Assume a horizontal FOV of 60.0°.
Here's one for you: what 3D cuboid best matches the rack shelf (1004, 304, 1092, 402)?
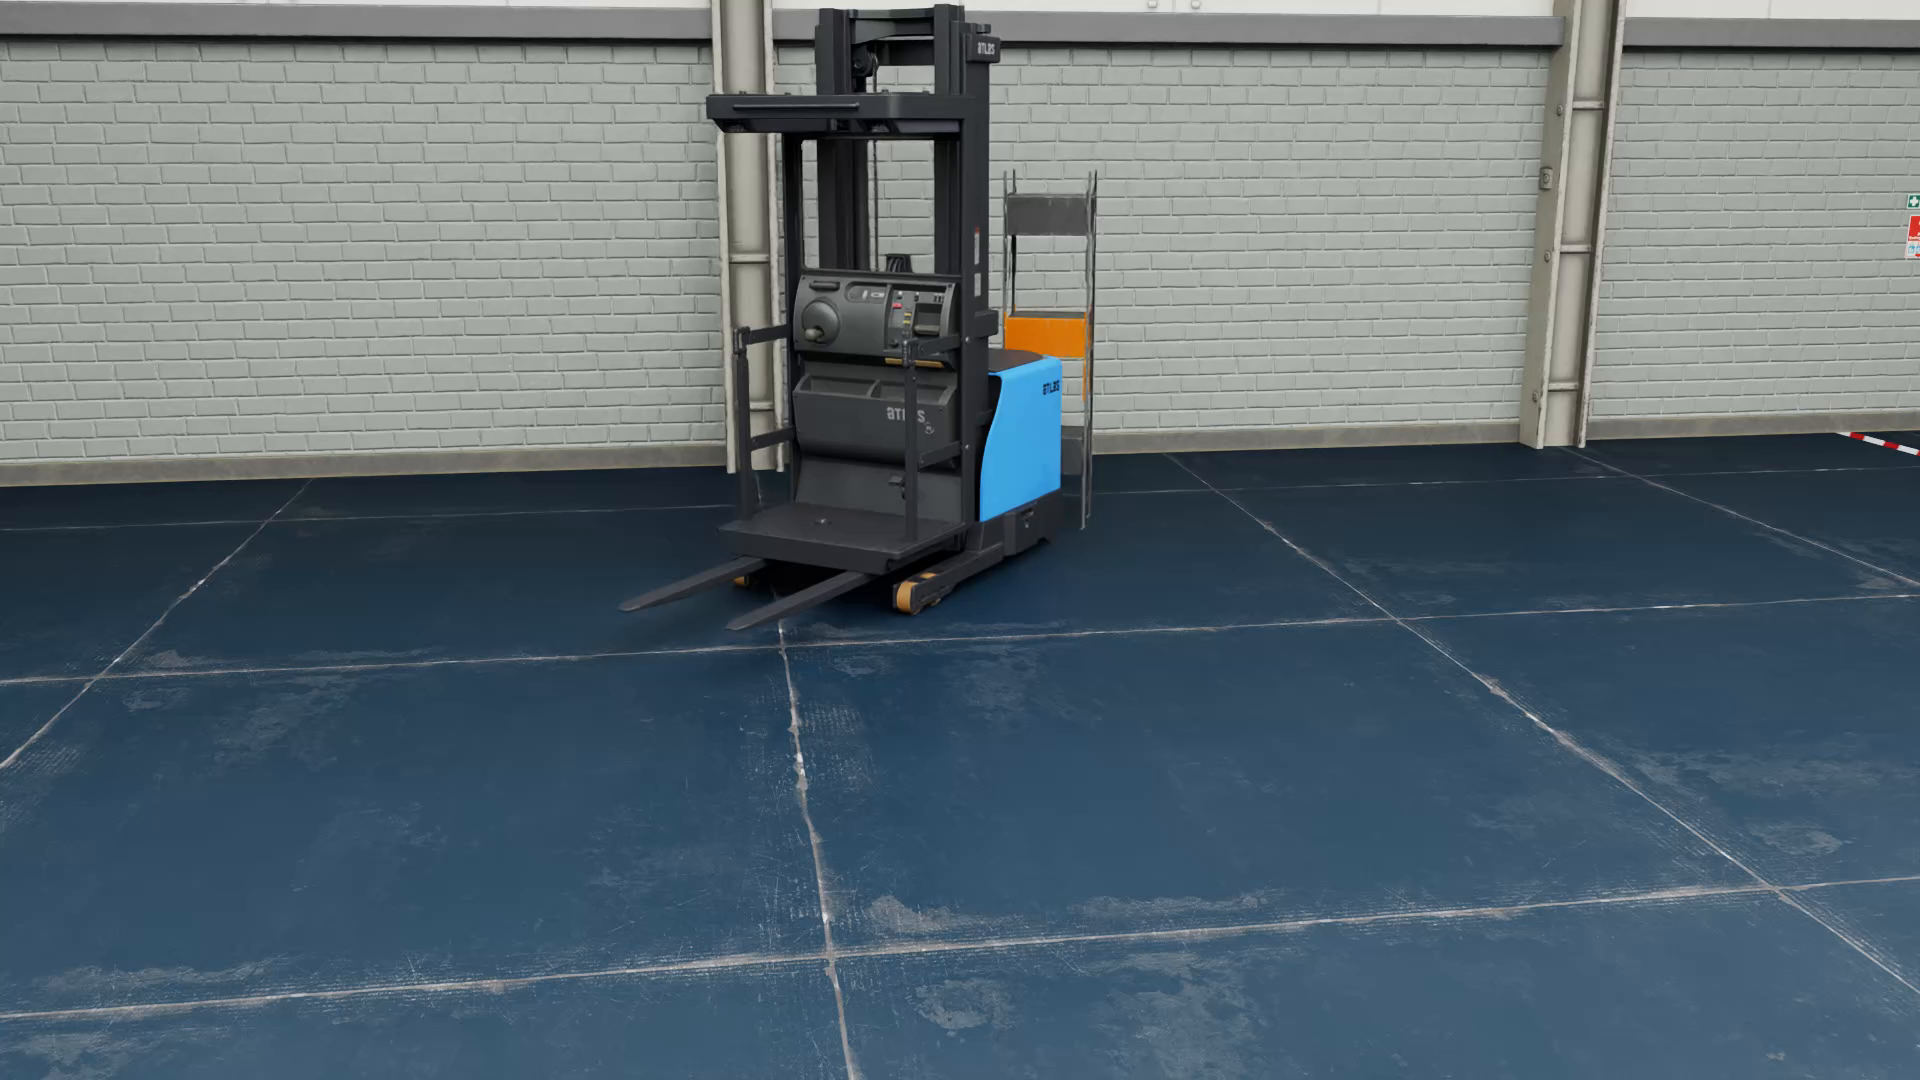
[{"bbox_3d":[0.531,-1.123,9.940,0.480,0.518,0.431,2,14,10],"label":"rack shelf"}]

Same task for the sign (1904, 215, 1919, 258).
[{"bbox_3d":[7.408,-2.341,12.817,0.234,0.329,0.001,-2,14,-8],"label":"sign"}]

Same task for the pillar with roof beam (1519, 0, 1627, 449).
[{"bbox_3d":[5.127,-4.056,7.397,0.400,9.000,9.100,-2,14,-8],"label":"pillar with roof beam"}]

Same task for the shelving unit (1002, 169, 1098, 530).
[{"bbox_3d":[0.531,-1.136,9.936,0.503,2.100,0.431,2,14,10],"label":"shelving unit"}]

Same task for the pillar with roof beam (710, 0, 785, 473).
[{"bbox_3d":[-0.806,-3.839,6.530,0.400,9.000,9.100,-2,14,-8],"label":"pillar with roof beam"}]

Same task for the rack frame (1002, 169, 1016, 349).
[{"bbox_3d":[0.291,-1.147,9.978,0.015,2.100,0.400,2,14,10],"label":"rack frame"}]

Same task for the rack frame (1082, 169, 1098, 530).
[{"bbox_3d":[0.772,-1.126,9.895,0.015,2.100,0.400,2,14,10],"label":"rack frame"}]

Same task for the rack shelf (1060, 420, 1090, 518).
[{"bbox_3d":[0.531,-0.444,10.110,0.480,0.518,0.431,2,14,10],"label":"rack shelf"}]

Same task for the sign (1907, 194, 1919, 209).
[{"bbox_3d":[7.413,-2.596,12.745,0.331,0.109,0.001,-2,14,-8],"label":"sign"}]

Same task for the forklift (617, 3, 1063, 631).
[{"bbox_3d":[-0.547,-1.176,8.387,1.130,2.935,3.031,8,16,28],"label":"forklift"}]

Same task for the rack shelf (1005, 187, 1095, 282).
[{"bbox_3d":[0.532,-1.802,9.769,0.480,0.518,0.431,2,14,10],"label":"rack shelf"}]
